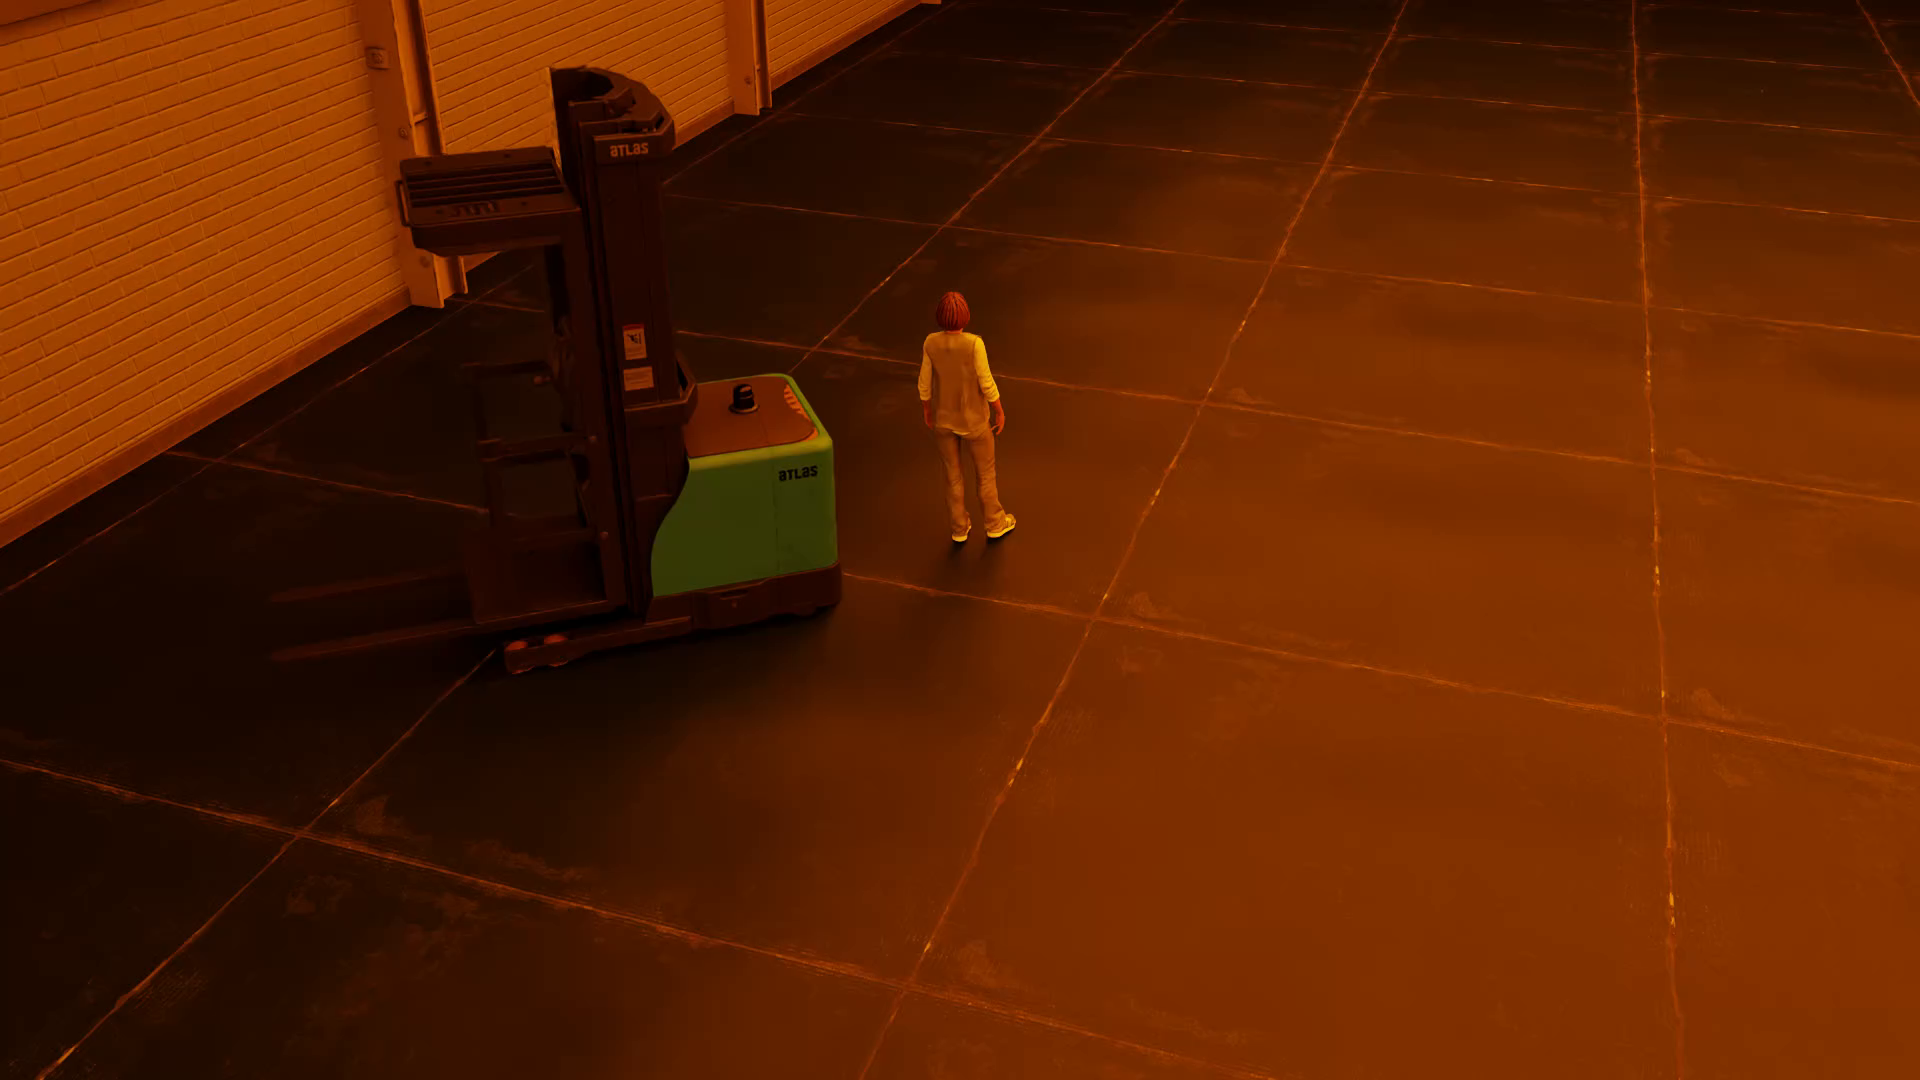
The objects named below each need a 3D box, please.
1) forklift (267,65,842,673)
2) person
[{"bbox_3d":[-2.242,-0.860,8.644,3.031,2.935,1.130,-10,31,-17],"label":"forklift"},{"bbox_3d":[0.037,-0.733,9.755,0.520,1.600,0.472,10,31,16],"label":"person"}]
